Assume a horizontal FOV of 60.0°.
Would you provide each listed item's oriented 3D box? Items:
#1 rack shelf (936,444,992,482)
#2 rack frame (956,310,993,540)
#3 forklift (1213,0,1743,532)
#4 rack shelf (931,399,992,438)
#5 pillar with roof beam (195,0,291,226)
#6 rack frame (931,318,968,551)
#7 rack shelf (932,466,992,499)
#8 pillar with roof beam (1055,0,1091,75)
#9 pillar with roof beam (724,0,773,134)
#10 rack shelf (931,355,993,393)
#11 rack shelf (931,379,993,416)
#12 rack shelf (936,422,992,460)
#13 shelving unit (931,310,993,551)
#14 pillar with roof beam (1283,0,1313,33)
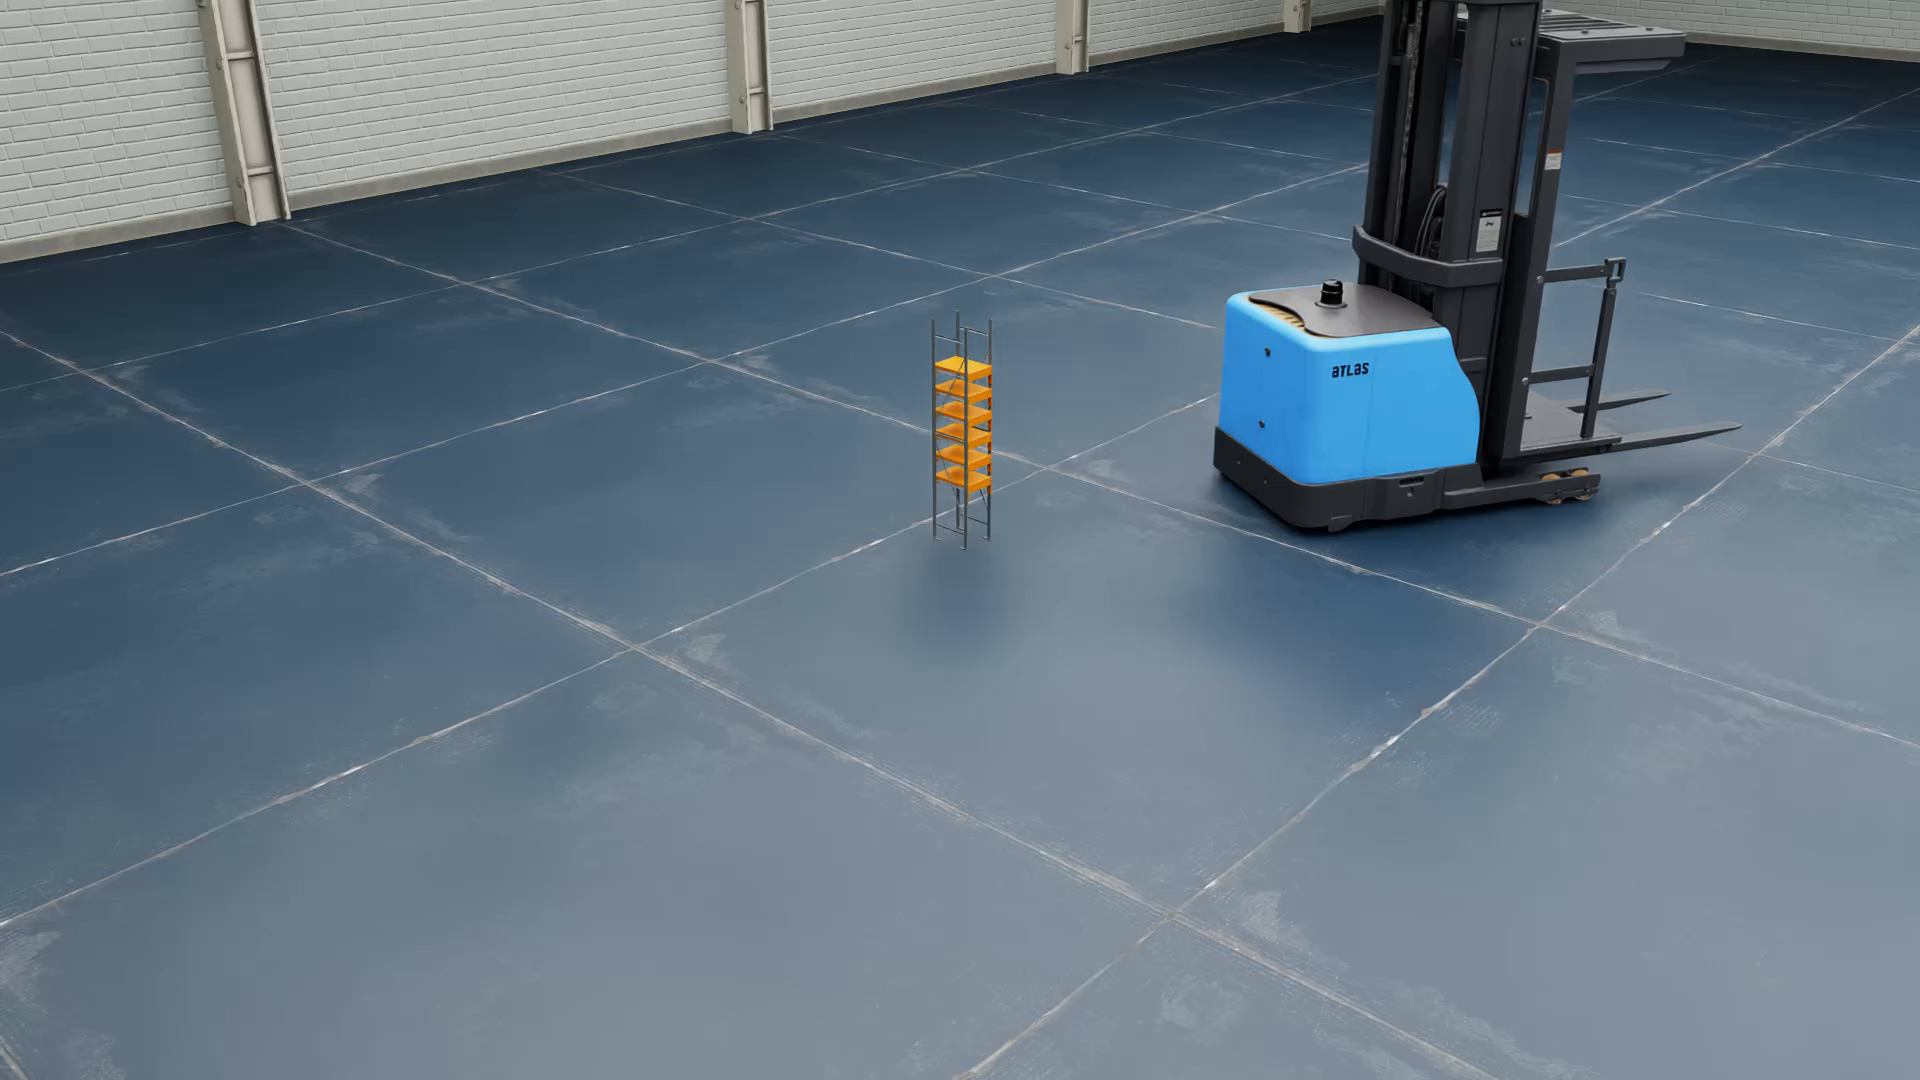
[{"bbox_3d":[0.010,-0.402,8.582,0.258,0.103,0.180,20,31,38],"label":"rack shelf"},{"bbox_3d":[0.071,-0.580,8.577,0.240,1.200,0.006,20,31,38],"label":"rack frame"},{"bbox_3d":[3.026,-1.727,9.020,3.031,2.935,1.130,-8,25,-17],"label":"forklift"},{"bbox_3d":[0.010,-0.621,8.483,0.258,0.103,0.180,20,31,38],"label":"rack shelf"},{"bbox_3d":[-3.227,-5.891,10.890,9.100,9.000,0.400,20,31,38],"label":"pillar with roof beam"},{"bbox_3d":[-0.051,-0.524,8.452,0.240,1.200,0.006,20,31,38],"label":"rack frame"},{"bbox_3d":[0.010,-0.292,8.631,0.258,0.103,0.180,20,31,38],"label":"rack shelf"},{"bbox_3d":[4.782,-9.547,19.044,9.100,9.000,0.400,20,31,38],"label":"pillar with roof beam"},{"bbox_3d":[0.778,-7.719,14.967,9.100,9.000,0.400,20,31,38],"label":"pillar with roof beam"},{"bbox_3d":[0.010,-0.840,8.385,0.258,0.103,0.180,20,31,38],"label":"rack shelf"},{"bbox_3d":[0.010,-0.730,8.434,0.258,0.103,0.180,20,31,38],"label":"rack shelf"},{"bbox_3d":[0.010,-0.511,8.533,0.258,0.103,0.180,20,31,38],"label":"rack shelf"},{"bbox_3d":[0.010,-0.552,8.514,0.258,1.200,0.189,20,31,38],"label":"shelving unit"},{"bbox_3d":[8.787,-11.375,23.121,9.100,9.000,0.400,20,31,38],"label":"pillar with roof beam"}]
